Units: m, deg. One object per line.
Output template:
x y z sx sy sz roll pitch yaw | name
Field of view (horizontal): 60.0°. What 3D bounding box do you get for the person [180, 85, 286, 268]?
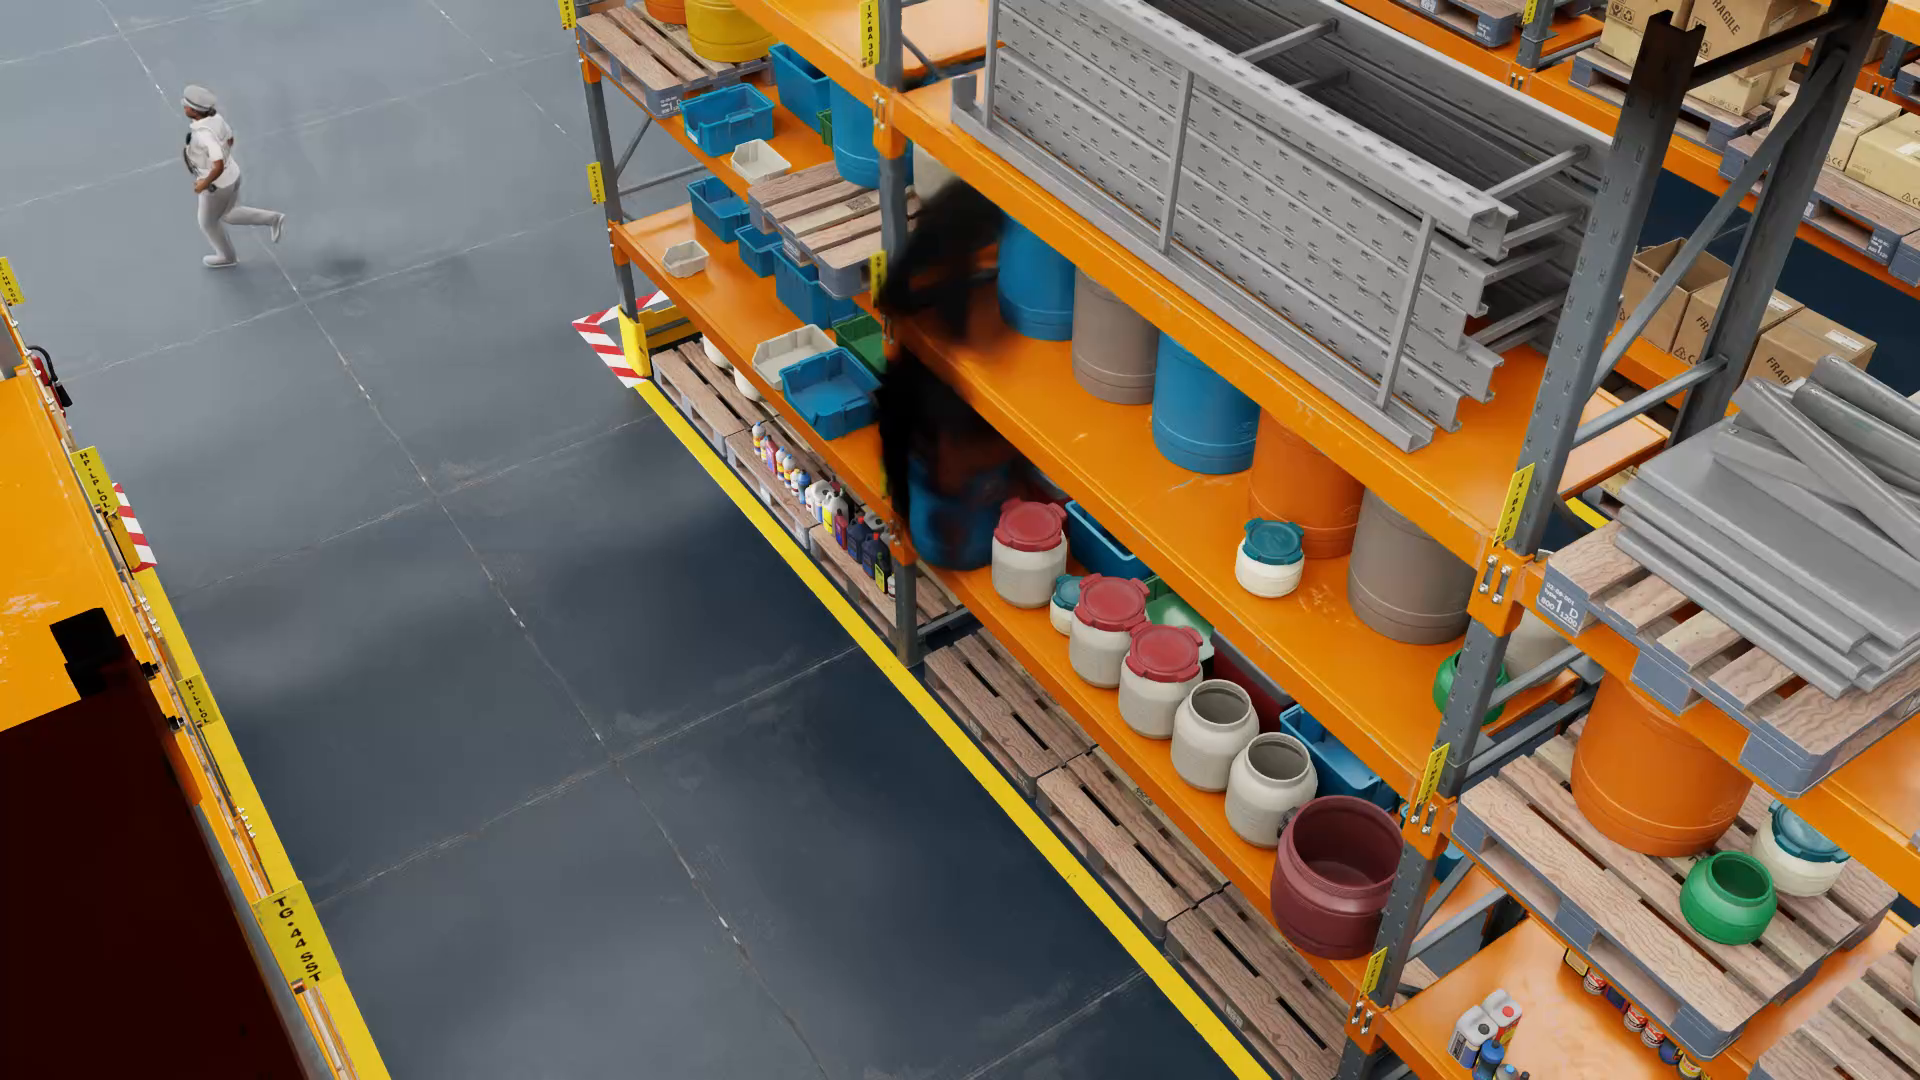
-6.134 -2.983 13.791 0.773 1.657 0.593 -3 43 -3 | person
